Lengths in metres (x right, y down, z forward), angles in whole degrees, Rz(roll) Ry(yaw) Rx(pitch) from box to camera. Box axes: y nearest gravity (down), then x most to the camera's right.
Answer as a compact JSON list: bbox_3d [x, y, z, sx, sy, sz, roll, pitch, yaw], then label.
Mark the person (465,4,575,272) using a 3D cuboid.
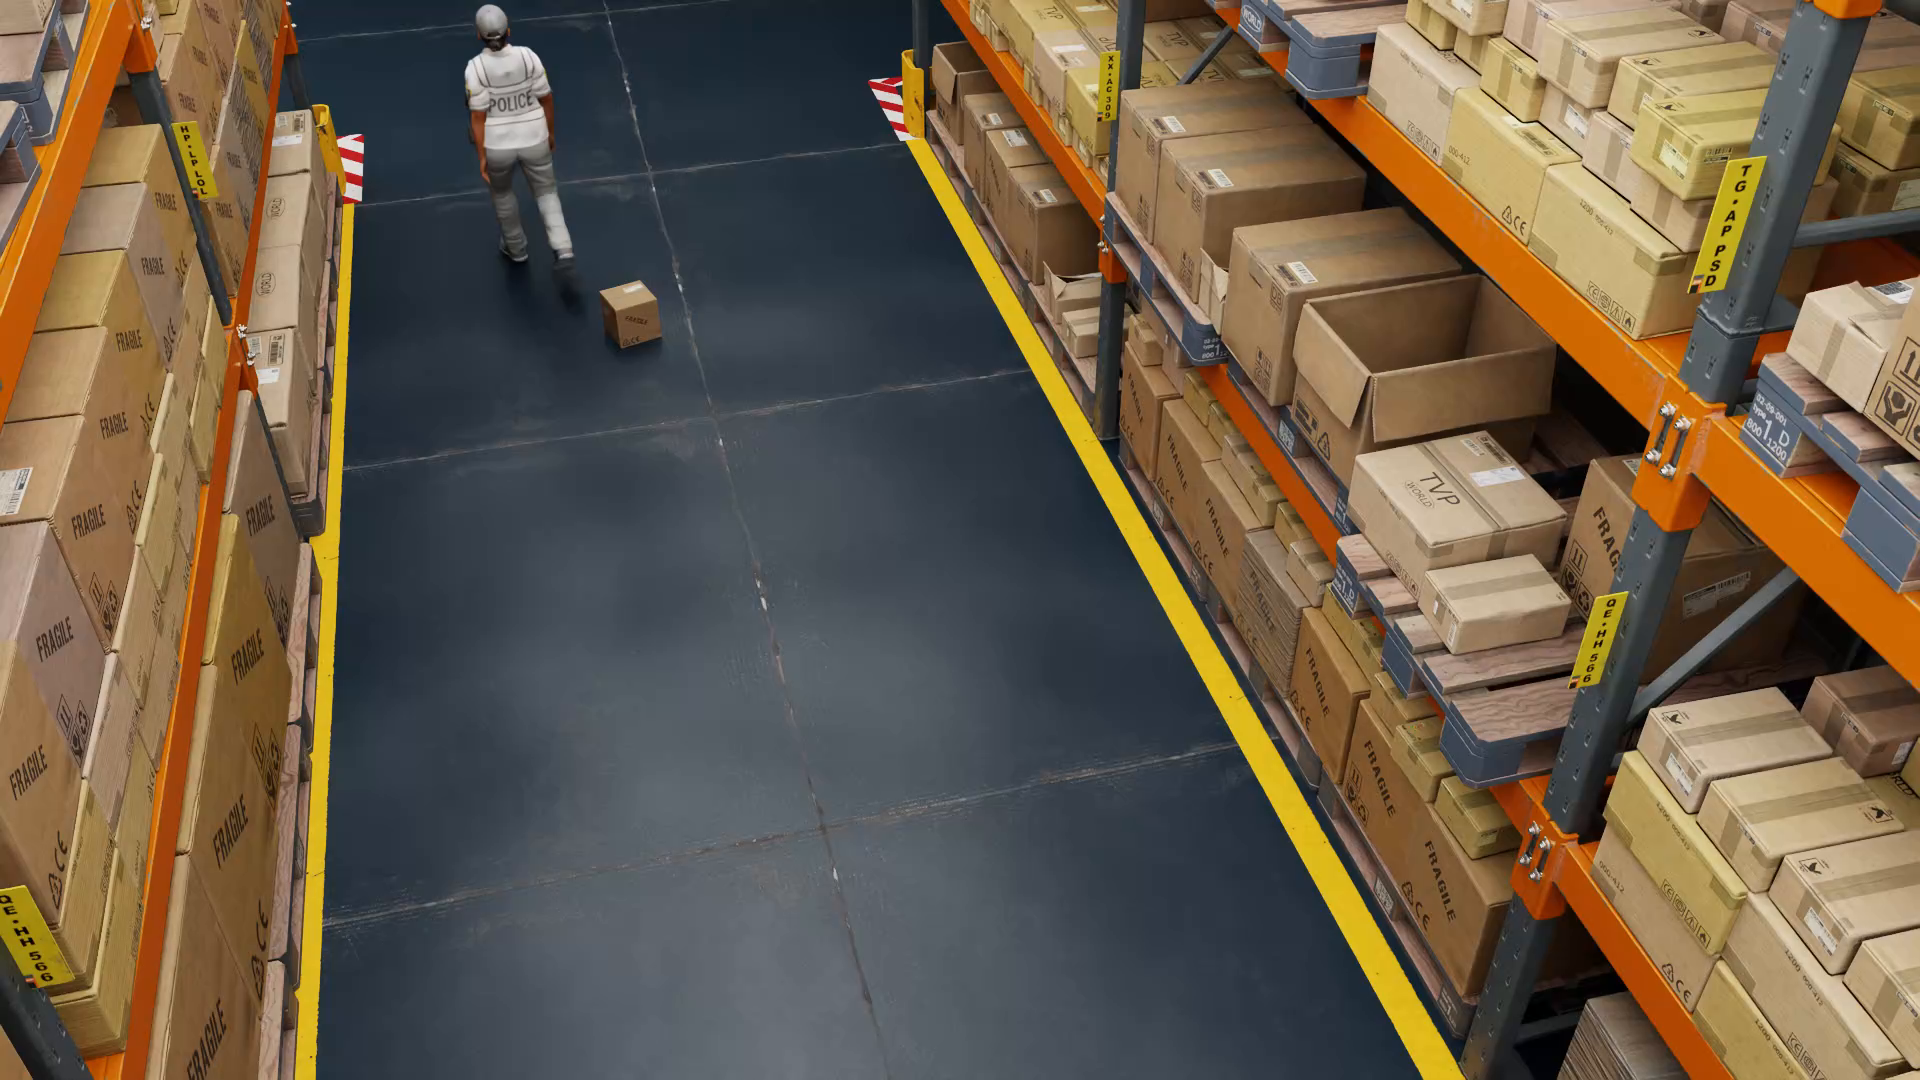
[{"bbox_3d":[-2.556,-2.285,9.583,0.500,1.627,0.828,-17,41,-20],"label":"person"}]
